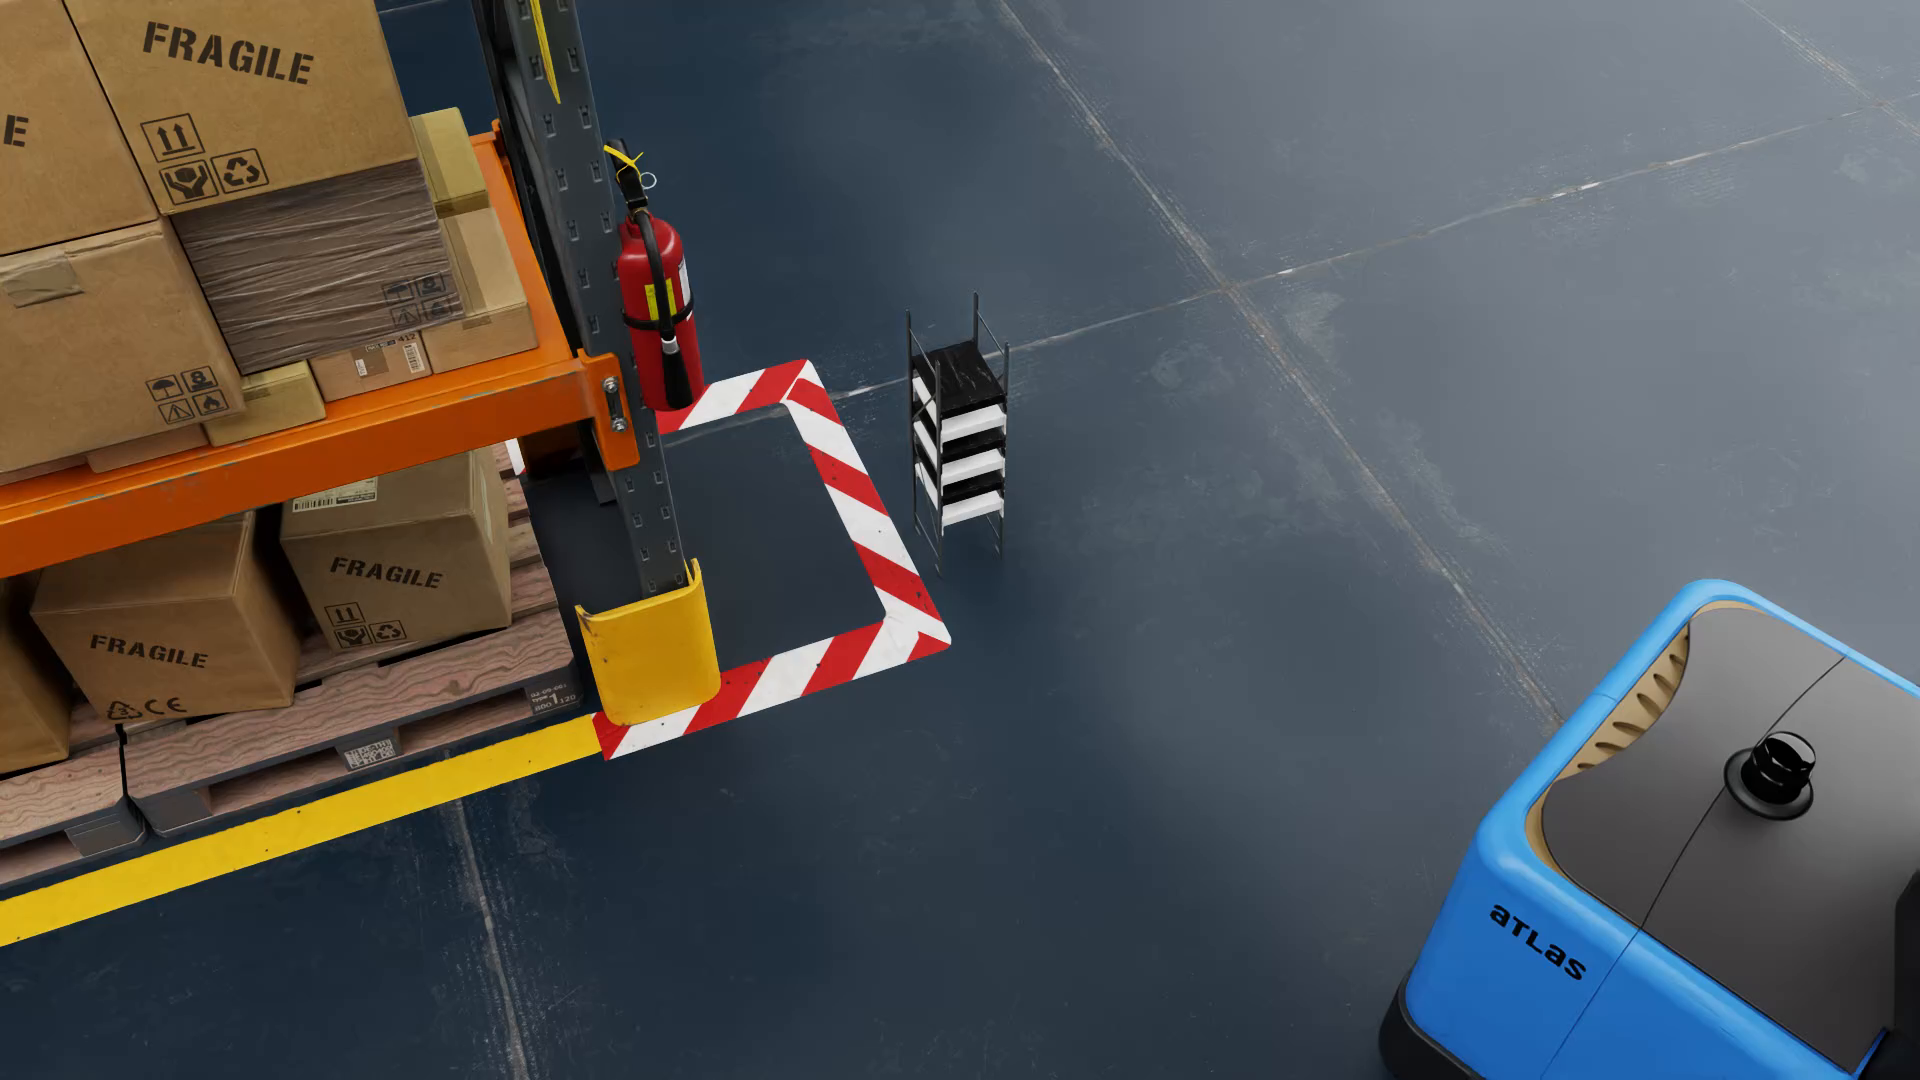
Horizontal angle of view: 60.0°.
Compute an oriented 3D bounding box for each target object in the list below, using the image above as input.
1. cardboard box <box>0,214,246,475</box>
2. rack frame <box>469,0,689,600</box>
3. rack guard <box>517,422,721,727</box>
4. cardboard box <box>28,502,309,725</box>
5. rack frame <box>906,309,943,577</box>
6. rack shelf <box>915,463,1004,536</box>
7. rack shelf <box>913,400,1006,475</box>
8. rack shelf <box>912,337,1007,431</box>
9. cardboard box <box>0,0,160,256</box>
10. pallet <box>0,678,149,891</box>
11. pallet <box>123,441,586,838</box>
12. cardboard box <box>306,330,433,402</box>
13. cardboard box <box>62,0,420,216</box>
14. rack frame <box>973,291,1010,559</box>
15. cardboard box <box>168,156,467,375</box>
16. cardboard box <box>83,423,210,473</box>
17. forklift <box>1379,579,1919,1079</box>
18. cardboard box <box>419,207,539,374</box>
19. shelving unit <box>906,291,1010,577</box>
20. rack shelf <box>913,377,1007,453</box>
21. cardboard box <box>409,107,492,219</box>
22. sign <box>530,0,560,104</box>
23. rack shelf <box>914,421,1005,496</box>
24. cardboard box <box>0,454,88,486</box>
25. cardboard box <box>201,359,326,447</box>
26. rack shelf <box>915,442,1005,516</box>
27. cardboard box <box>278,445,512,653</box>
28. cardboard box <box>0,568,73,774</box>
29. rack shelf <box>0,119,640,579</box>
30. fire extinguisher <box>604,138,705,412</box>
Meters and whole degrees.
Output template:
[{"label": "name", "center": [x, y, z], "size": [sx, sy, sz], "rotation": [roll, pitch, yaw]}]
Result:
[{"label": "cardboard box", "center": [-1.929, -0.669, 3.586], "size": [0.500, 0.500, 0.875], "rotation": [-17, 52, -14]}, {"label": "rack frame", "center": [-0.992, -0.906, 4.051], "size": [0.127, 3.000, 1.000], "rotation": [-17, 52, -14]}, {"label": "rack guard", "center": [-1.062, -0.070, 4.980], "size": [0.348, 0.500, 1.175], "rotation": [-17, 52, -14]}, {"label": "cardboard box", "center": [-2.116, 0.134, 4.528], "size": [0.500, 0.500, 0.500], "rotation": [-5, 50, -5]}, {"label": "rack frame", "center": [-0.102, -0.262, 4.882], "size": [0.006, 0.900, 0.240], "rotation": [-17, 52, -14]}, {"label": "rack shelf", "center": [-0.008, -0.152, 5.068], "size": [0.200, 0.077, 0.258], "rotation": [-17, 52, -14]}, {"label": "rack shelf", "center": [-0.008, -0.328, 4.864], "size": [0.200, 0.077, 0.258], "rotation": [-17, 52, -14]}, {"label": "rack shelf", "center": [-0.008, -0.445, 4.727], "size": [0.200, 0.077, 0.258], "rotation": [-17, 52, -14]}, {"label": "cardboard box", "center": [-1.868, -0.883, 3.110], "size": [0.500, 0.500, 0.500], "rotation": [-17, 52, -14]}, {"label": "pallet", "center": [-2.955, 0.579, 4.613], "size": [1.213, 0.211, 1.003], "rotation": [-17, 52, -14]}, {"label": "pallet", "center": [-1.827, 0.232, 4.911], "size": [1.213, 0.211, 1.003], "rotation": [-17, 52, -14]}, {"label": "cardboard box", "center": [-1.409, -0.526, 3.890], "size": [0.250, 0.149, 0.380], "rotation": [-17, 52, -14]}, {"label": "cardboard box", "center": [-1.407, -1.030, 3.236], "size": [0.500, 0.500, 0.500], "rotation": [-17, 52, -14]}, {"label": "rack frame", "center": [0.087, -0.320, 4.932], "size": [0.006, 0.900, 0.240], "rotation": [-17, 52, -14]}, {"label": "cardboard box", "center": [-1.511, -0.897, 3.781], "size": [0.500, 0.500, 0.875], "rotation": [-17, 52, -14]}, {"label": "cardboard box", "center": [-1.858, -0.357, 3.745], "size": [0.250, 0.149, 0.380], "rotation": [-17, 52, -14]}, {"label": "forklift", "center": [2.444, 0.844, 2.593], "size": [3.031, 2.935, 1.130], "rotation": [36, 58, 27]}, {"label": "cardboard box", "center": [-1.177, -0.597, 3.951], "size": [0.250, 0.149, 0.380], "rotation": [-17, 52, -14]}, {"label": "shelving unit", "center": [-0.008, -0.291, 4.907], "size": [0.210, 0.900, 0.258], "rotation": [-17, 52, -14]}, {"label": "rack shelf", "center": [-0.008, -0.386, 4.795], "size": [0.200, 0.077, 0.258], "rotation": [-17, 52, -14]}, {"label": "cardboard box", "center": [-1.346, -0.910, 4.220], "size": [0.250, 0.149, 0.380], "rotation": [-17, 52, -14]}, {"label": "sign", "center": [-0.800, -0.991, 3.152], "size": [0.005, 0.325, 0.100], "rotation": [-17, 52, -14]}, {"label": "rack shelf", "center": [-0.008, -0.269, 4.932], "size": [0.200, 0.077, 0.258], "rotation": [-17, 52, -14]}, {"label": "cardboard box", "center": [-2.105, -0.315, 3.709], "size": [0.250, 0.149, 0.380], "rotation": [-17, 52, -14]}, {"label": "cardboard box", "center": [-1.621, -0.418, 3.798], "size": [0.250, 0.149, 0.380], "rotation": [-17, 52, -14]}, {"label": "rack shelf", "center": [-0.008, -0.211, 5.000], "size": [0.200, 0.077, 0.258], "rotation": [-17, 52, -14]}, {"label": "cardboard box", "center": [-1.576, -0.061, 4.696], "size": [0.500, 0.500, 0.500], "rotation": [-9, 50, -7]}, {"label": "cardboard box", "center": [-2.703, 0.301, 4.385], "size": [0.500, 0.500, 0.500], "rotation": [-13, 51, -11]}, {"label": "rack shelf", "center": [-2.843, -0.098, 3.831], "size": [4.000, 0.370, 1.077], "rotation": [-17, 52, -14]}, {"label": "fire extinguisher", "center": [-0.711, -0.590, 3.830], "size": [0.183, 0.674, 0.296], "rotation": [-17, 52, -14]}]
